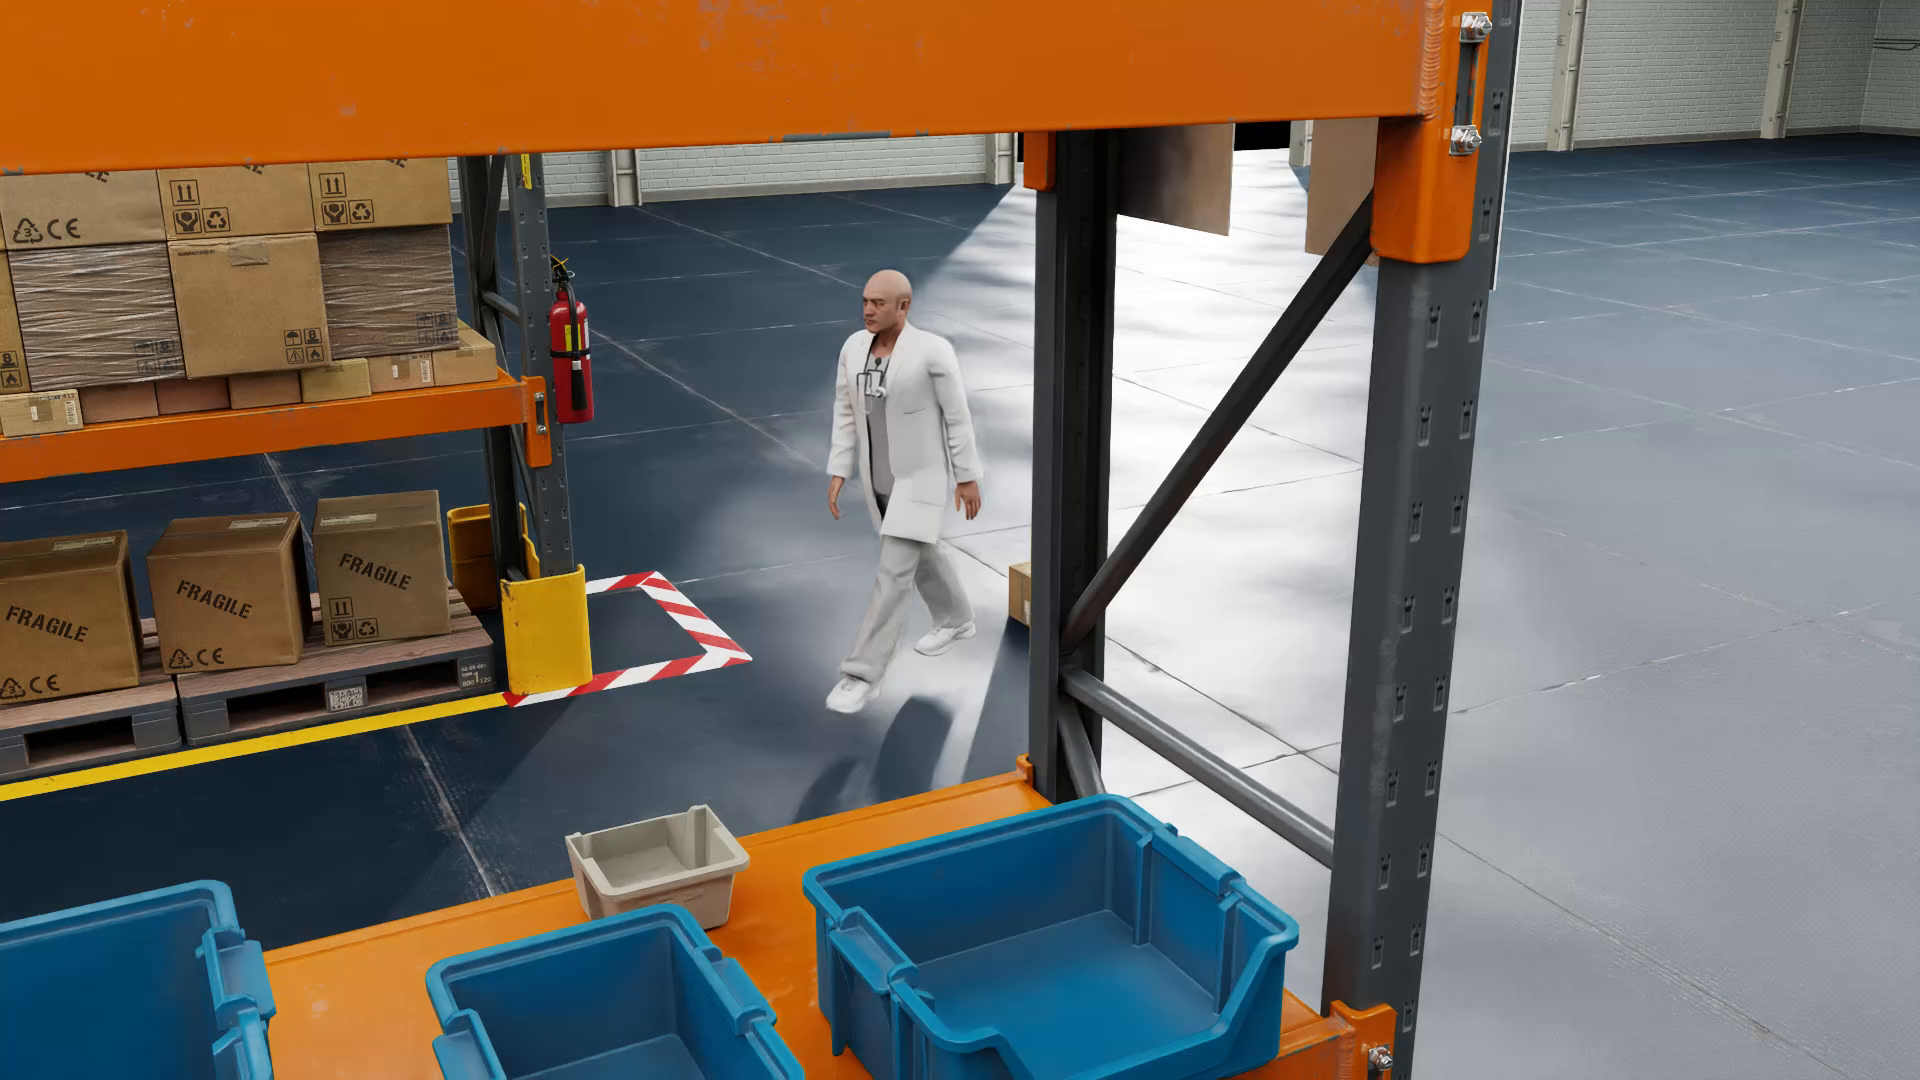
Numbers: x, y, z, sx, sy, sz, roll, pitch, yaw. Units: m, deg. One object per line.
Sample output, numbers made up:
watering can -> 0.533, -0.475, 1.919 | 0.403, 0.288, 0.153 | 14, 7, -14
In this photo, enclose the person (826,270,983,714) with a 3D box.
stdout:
person -> -0.285, -0.240, 6.814 | 0.607, 1.693, 1.099 | 15, 23, 38
